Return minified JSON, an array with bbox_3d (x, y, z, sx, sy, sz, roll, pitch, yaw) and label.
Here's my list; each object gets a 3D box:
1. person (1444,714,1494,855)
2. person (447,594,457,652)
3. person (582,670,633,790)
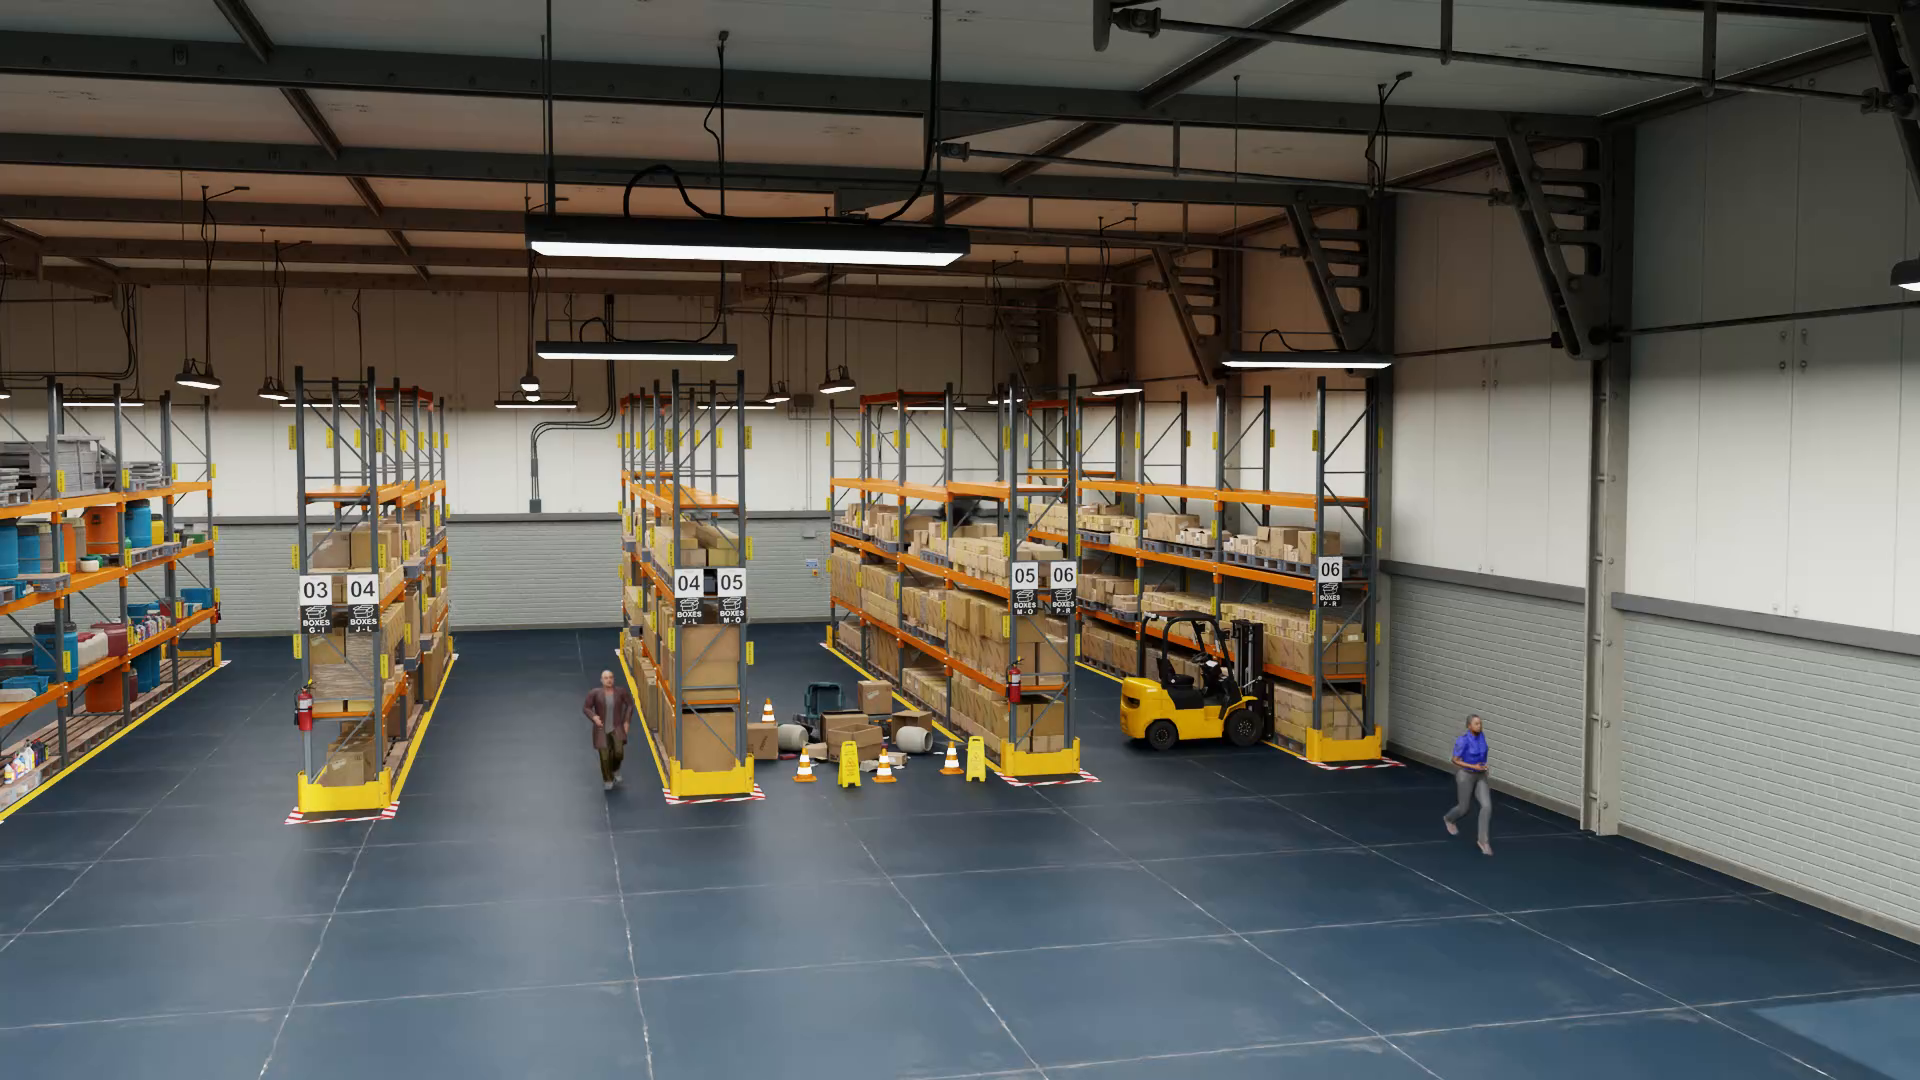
[{"bbox_3d":[6.277,2.977,20.478,0.608,1.701,0.894,-1,4,-23],"label":"person"},{"bbox_3d":[-12.374,1.803,39.639,0.883,1.700,0.652,1,3,12],"label":"person"},{"bbox_3d":[-5.021,2.724,23.783,0.727,1.727,0.648,-1,4,-17],"label":"person"}]
